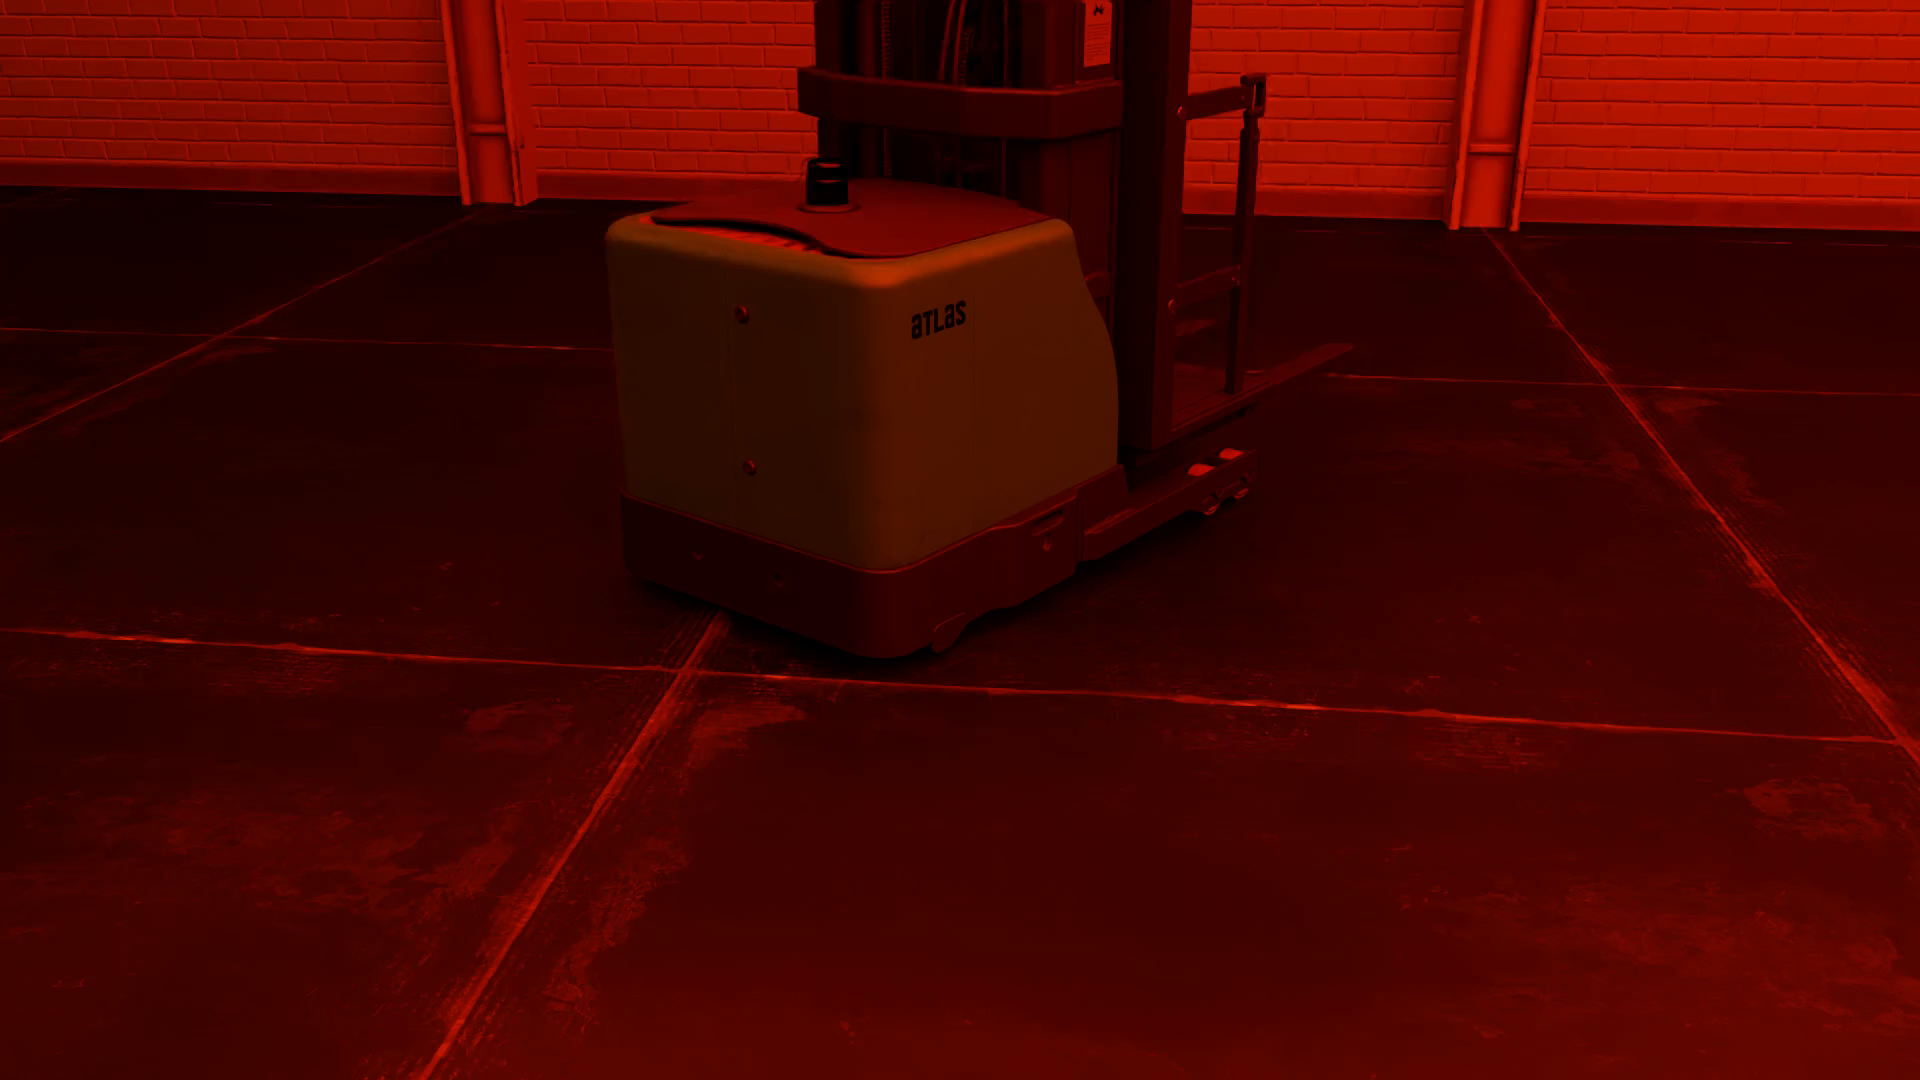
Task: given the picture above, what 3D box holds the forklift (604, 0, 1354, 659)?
[{"bbox_3d":[0.337,-1.540,5.078,1.130,2.935,3.031,16,27,35],"label":"forklift"}]
